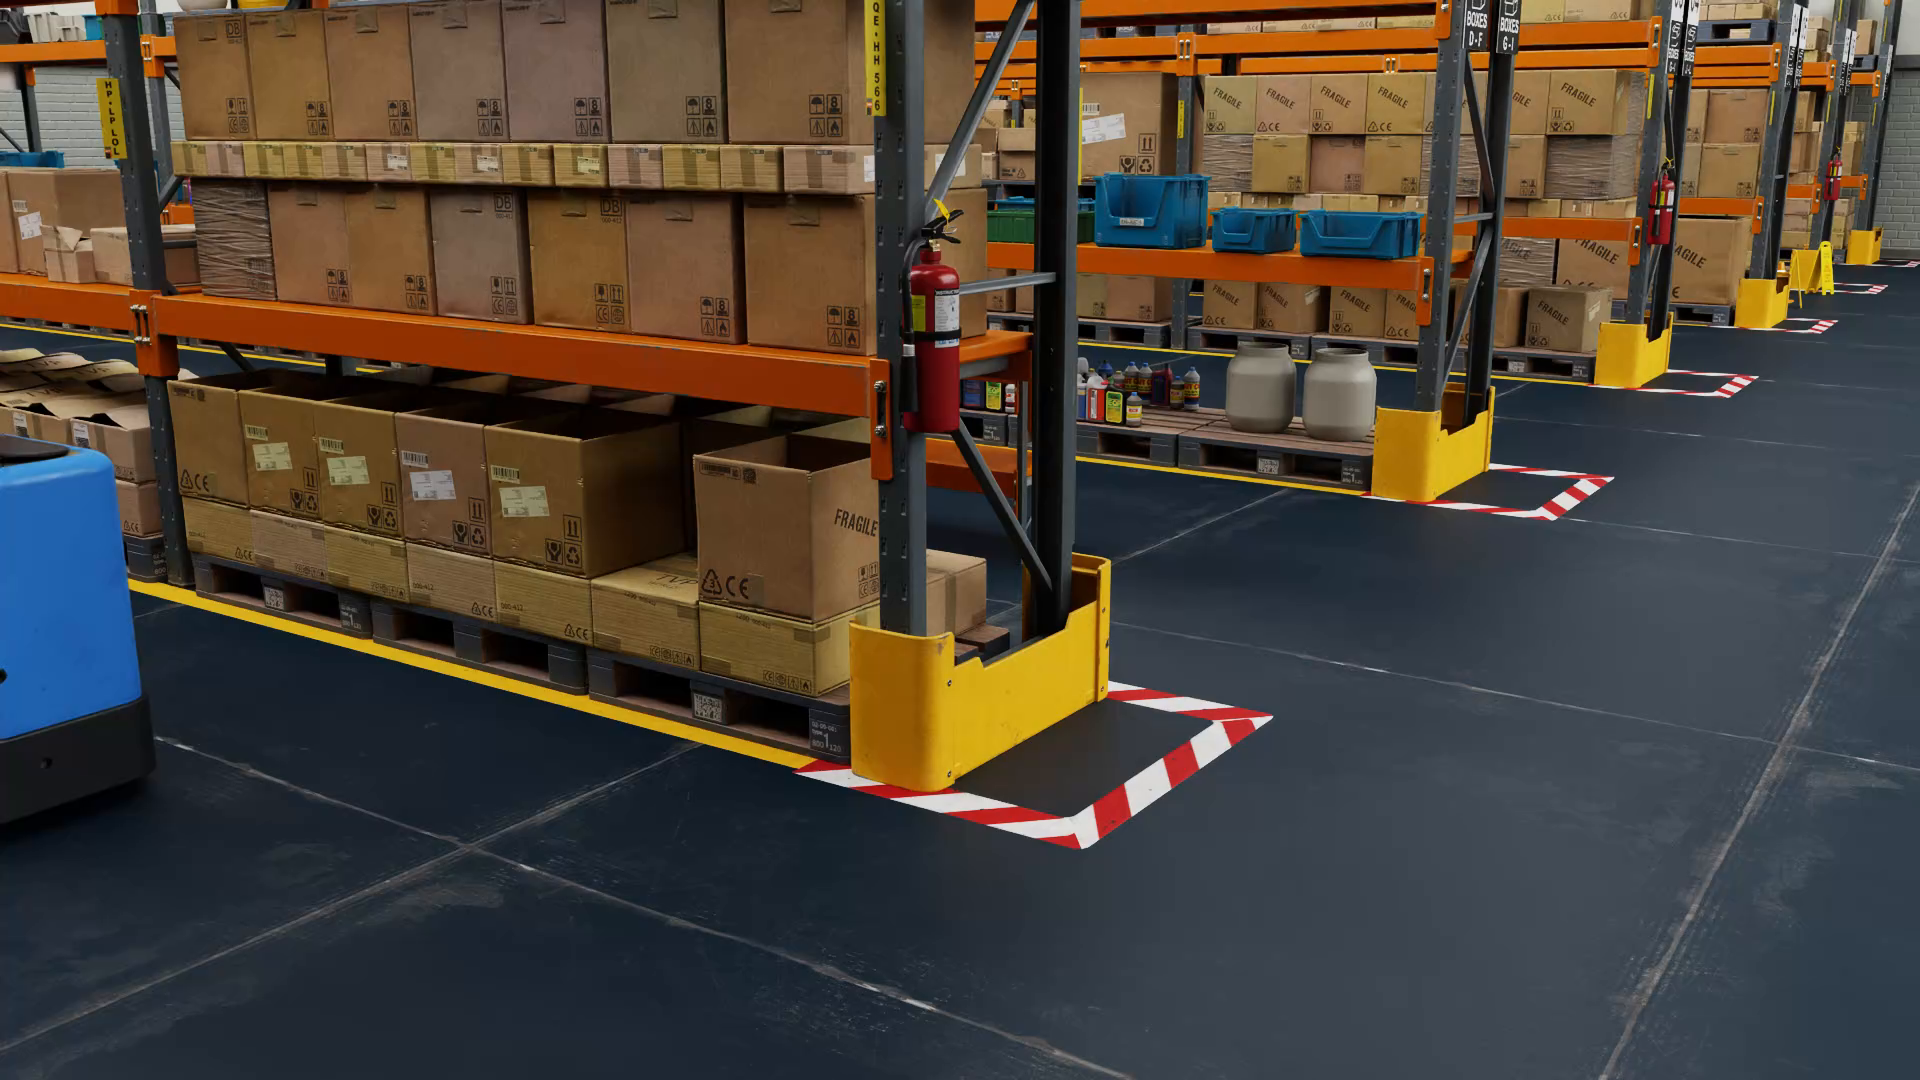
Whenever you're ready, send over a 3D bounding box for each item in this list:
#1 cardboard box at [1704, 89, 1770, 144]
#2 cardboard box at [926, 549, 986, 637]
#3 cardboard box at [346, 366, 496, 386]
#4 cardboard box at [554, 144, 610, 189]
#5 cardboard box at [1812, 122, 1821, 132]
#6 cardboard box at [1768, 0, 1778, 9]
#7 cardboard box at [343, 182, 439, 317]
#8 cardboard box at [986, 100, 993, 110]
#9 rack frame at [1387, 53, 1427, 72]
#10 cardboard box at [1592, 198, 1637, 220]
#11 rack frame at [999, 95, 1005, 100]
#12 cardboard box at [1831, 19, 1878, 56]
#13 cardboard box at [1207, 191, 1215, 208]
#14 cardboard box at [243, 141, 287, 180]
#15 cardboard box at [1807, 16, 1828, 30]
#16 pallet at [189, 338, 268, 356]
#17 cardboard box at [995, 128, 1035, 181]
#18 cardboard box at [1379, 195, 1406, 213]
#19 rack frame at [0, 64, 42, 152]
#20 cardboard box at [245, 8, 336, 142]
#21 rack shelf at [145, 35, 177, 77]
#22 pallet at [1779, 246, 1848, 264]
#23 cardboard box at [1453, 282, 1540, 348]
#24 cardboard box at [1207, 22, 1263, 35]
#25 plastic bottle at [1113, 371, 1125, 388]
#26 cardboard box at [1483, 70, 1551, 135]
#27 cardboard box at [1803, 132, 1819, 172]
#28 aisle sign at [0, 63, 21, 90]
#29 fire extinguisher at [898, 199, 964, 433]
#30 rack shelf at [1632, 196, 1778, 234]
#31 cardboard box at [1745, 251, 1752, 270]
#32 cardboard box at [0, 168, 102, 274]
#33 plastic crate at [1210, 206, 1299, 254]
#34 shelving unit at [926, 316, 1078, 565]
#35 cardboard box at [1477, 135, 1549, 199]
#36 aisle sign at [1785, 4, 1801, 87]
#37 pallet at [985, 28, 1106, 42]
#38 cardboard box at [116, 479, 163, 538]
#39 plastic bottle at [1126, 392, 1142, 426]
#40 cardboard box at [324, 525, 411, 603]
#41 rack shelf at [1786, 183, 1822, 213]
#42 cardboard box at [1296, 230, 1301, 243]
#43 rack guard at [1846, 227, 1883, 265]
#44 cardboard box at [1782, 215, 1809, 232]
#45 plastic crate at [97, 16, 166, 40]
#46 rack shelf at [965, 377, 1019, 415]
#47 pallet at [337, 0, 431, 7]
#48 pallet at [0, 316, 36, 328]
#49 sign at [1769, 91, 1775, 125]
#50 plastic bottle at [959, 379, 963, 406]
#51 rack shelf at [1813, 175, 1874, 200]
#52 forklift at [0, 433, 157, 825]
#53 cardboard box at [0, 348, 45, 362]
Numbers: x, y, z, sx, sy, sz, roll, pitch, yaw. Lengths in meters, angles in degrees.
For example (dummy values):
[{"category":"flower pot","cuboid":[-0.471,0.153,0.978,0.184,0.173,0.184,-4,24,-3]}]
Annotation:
[{"category":"cardboard box","cuboid":[8.172,-4.414,17.351,0.550,0.550,0.875,9,17,33]},{"category":"cardboard box","cuboid":[-0.246,0.206,6.098,0.500,0.250,0.500,9,17,33]},{"category":"cardboard box","cuboid":[-2.329,-0.491,7.350,0.500,0.500,0.500,9,17,33]},{"category":"cardboard box","cuboid":[-1.204,-1.324,5.871,0.250,0.149,0.380,10,17,35]},{"category":"cardboard box","cuboid":[13.035,-6.320,25.435,0.250,0.149,0.380,10,17,34]},{"category":"cardboard box","cuboid":[8.201,-5.655,17.294,0.500,0.250,0.500,9,17,33]},{"category":"cardboard box","cuboid":[-2.017,-1.198,6.713,0.500,0.500,0.700,9,17,34]},{"category":"cardboard box","cuboid":[0.589,-7.253,27.740,0.250,0.149,0.380,10,17,34]},{"category":"rack frame","cuboid":[5.140,-4.295,19.433,0.127,3.000,1.000,9,17,33]},{"category":"cardboard box","cuboid":[5.255,-2.659,13.344,0.250,0.149,0.380,9,17,33]},{"category":"rack frame","cuboid":[0.628,-7.896,33.976,0.127,3.000,1.000,9,17,33]},{"category":"cardboard box","cuboid":[13.401,-7.518,24.917,0.500,0.500,0.500,10,17,35]},{"category":"cardboard box","cuboid":[2.298,-3.109,15.164,0.250,0.149,0.380,9,17,33]},{"category":"cardboard box","cuboid":[-2.706,-1.566,6.850,0.250,0.149,0.380,9,16,31]},{"category":"cardboard box","cuboid":[10.692,-6.467,20.827,0.250,0.149,0.380,9,17,33]},{"category":"pallet","cuboid":[-6.498,-1.940,15.721,1.213,0.211,1.003,9,17,33]},{"category":"cardboard box","cuboid":[0.798,-3.788,16.295,0.637,0.503,0.797,11,18,38]},{"category":"cardboard box","cuboid":[3.783,-2.886,14.264,0.250,0.149,0.380,9,17,33]},{"category":"rack frame","cuboid":[-10.434,-3.942,18.004,0.127,3.000,1.000,9,17,33]},{"category":"cardboard box","cuboid":[-2.453,-1.898,6.840,0.500,0.500,0.700,9,17,33]},{"category":"rack shelf","cuboid":[-5.455,-4.244,14.480,4.000,0.370,1.077,9,17,33]},{"category":"pallet","cuboid":[13.247,-4.490,26.024,1.213,0.211,1.003,9,17,33]},{"category":"cardboard box","cuboid":[4.583,-1.935,14.224,0.500,0.500,0.500,-12,18,-39]},{"category":"cardboard box","cuboid":[2.518,-4.592,14.700,0.500,0.250,0.500,8,16,31]},{"category":"plastic bottle","cuboid":[1.062,-1.029,11.147,0.097,0.201,0.097,0,14,0]},{"category":"cardboard box","cuboid":[4.594,-3.552,13.523,0.500,0.500,0.500,9,17,33]},{"category":"cardboard box","cuboid":[10.899,-5.071,21.740,0.500,0.500,0.500,9,16,32]},{"category":"aisle sign","cuboid":[-10.330,-5.272,17.967,0.004,0.787,0.394,9,17,33]},{"category":"fire extinguisher","cuboid":[-0.086,-0.663,4.920,0.183,0.674,0.296,9,17,33]},{"category":"rack shelf","cuboid":[6.799,-3.678,18.436,4.000,0.370,1.077,9,17,33]},{"category":"cardboard box","cuboid":[10.297,-3.687,21.822,0.500,0.250,0.500,9,17,33]},{"category":"cardboard box","cuboid":[-4.725,-1.638,8.490,0.500,0.500,0.500,9,17,33]},{"category":"plastic crate","cuboid":[1.724,-1.820,9.741,0.408,0.251,0.499,9,17,33]},{"category":"shelving unit","cuboid":[-0.006,-0.547,8.192,1.048,1.125,0.538,9,17,33]},{"category":"cardboard box","cuboid":[4.684,-3.099,13.772,0.500,0.500,0.875,9,17,33]},{"category":"aisle sign","cuboid":[8.350,-4.952,16.674,0.004,0.787,0.394,9,17,33]},{"category":"pallet","cuboid":[0.972,-4.927,16.135,1.003,0.211,1.213,9,17,33]},{"category":"cardboard box","cuboid":[-3.750,-0.212,7.787,0.500,0.250,0.500,9,17,32]},{"category":"plastic bottle","cuboid":[1.074,-0.810,10.262,0.097,0.201,0.097,0,14,0]},{"category":"cardboard box","cuboid":[-2.205,0.044,6.750,0.500,0.250,0.500,9,17,33]},{"category":"rack shelf","cuboid":[9.478,-4.679,22.478,4.000,0.370,1.077,9,17,33]},{"category":"cardboard box","cuboid":[4.574,-3.473,19.917,0.750,0.750,1.050,9,17,33]},{"category":"rack guard","cuboid":[13.924,-4.533,25.595,0.348,0.500,1.175,9,17,33]},{"category":"cardboard box","cuboid":[12.916,-4.934,25.820,0.500,0.250,0.500,9,17,32]},{"category":"plastic crate","cuboid":[-7.635,-4.755,15.488,0.662,0.188,0.450,9,17,33]},{"category":"rack shelf","cuboid":[-0.006,-0.831,8.121,1.000,0.278,0.538,9,17,33]},{"category":"pallet","cuboid":[-4.376,-4.355,13.826,1.213,0.211,1.003,9,17,33]},{"category":"pallet","cuboid":[-9.771,-2.470,17.861,1.213,0.211,1.003,9,17,33]},{"category":"sign","cuboid":[8.144,-4.330,16.669,0.005,0.325,0.100,9,17,33]},{"category":"plastic bottle","cuboid":[-0.039,-1.069,10.997,0.185,0.351,0.144,10,17,34]},{"category":"rack shelf","cuboid":[12.245,-5.669,26.478,4.000,0.370,1.077,9,17,33]},{"category":"forklift","cuboid":[-4.005,-0.738,5.204,3.031,2.935,1.130,9,16,32]},{"category":"cardboard box","cuboid":[-5.556,-0.934,9.534,0.500,0.311,0.500,9,16,32]}]
